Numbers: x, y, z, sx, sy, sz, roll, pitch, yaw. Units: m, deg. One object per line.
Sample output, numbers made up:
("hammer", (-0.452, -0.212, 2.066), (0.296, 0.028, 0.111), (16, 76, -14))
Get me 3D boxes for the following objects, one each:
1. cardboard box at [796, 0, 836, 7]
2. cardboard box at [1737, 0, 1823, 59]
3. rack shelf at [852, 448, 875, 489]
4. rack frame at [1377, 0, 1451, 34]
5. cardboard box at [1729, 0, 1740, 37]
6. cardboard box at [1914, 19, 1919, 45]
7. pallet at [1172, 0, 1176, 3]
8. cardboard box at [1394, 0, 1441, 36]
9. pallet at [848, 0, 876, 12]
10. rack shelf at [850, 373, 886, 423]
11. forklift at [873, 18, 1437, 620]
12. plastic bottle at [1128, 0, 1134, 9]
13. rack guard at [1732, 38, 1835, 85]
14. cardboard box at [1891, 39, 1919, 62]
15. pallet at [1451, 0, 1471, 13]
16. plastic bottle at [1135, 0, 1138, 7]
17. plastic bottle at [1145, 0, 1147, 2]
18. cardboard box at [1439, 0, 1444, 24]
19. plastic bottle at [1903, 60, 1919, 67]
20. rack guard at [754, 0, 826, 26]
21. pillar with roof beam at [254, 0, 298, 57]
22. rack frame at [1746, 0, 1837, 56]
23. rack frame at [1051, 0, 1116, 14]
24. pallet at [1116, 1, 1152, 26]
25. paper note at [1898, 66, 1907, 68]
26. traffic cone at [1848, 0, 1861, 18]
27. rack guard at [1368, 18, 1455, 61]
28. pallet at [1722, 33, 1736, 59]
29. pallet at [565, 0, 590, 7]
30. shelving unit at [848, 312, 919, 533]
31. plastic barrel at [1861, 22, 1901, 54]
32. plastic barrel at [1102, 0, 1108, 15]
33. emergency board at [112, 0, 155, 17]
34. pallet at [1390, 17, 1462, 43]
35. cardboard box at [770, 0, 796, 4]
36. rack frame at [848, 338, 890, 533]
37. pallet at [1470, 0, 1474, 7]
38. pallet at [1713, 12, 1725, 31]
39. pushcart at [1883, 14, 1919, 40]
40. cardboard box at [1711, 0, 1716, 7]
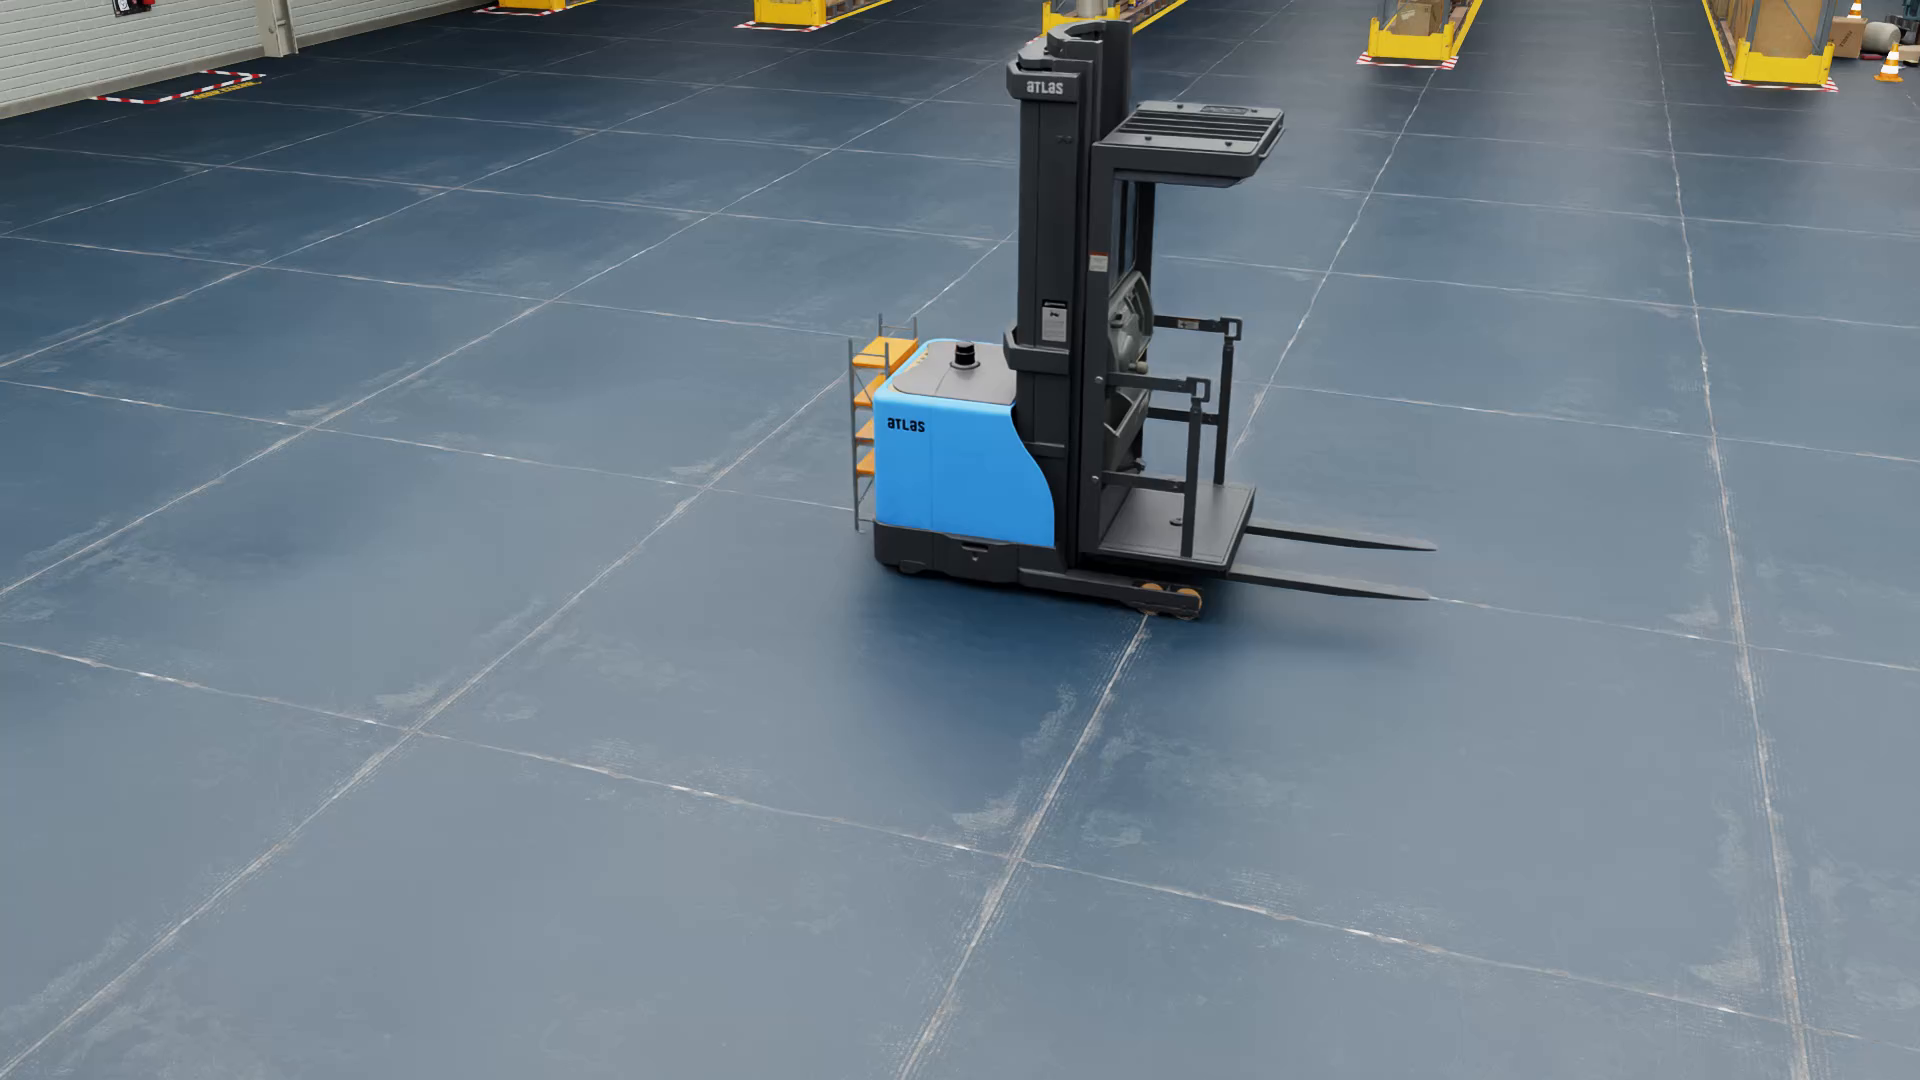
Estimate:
("cardboard box", (-2.386, -8.996, 27.561), (0.500, 0.250, 0.500), (9, 27, 17))
("cardboard box", (11.373, -7.178, 23.090), (0.875, 0.875, 0.875), (9, 27, 18))
("rack shelf", (-0.434, -0.437, 9.884), (0.258, 0.148, 0.480), (8, 27, 16))
("rack frame", (6.566, -8.418, 23.695), (1.000, 3.000, 0.127), (9, 27, 17))
("cardboard box", (11.969, -7.915, 24.611), (0.875, 0.875, 0.875), (9, 27, 18))
("cardboard box", (14.412, -7.393, 24.286), (0.797, 0.637, 0.503), (9, 27, 17))
("pallet", (3.451, -9.854, 29.859), (1.003, 0.211, 1.213), (9, 27, 17))
("cardboard box", (6.789, -7.736, 24.673), (0.500, 0.500, 0.500), (14, 29, 27))
("pallet", (-2.152, -9.421, 28.966), (1.003, 0.211, 1.213), (9, 27, 17))
("rack shelf", (-0.436, -0.817, 9.701), (0.258, 0.148, 0.480), (8, 27, 16))
("forklift", (1.090, -1.152, 8.766), (3.031, 2.935, 1.130), (8, 27, 16))
("plastic bottle", (2.792, -8.806, 27.122), (0.097, 0.271, 0.097), (0, 26, 0))
("rack guard", (11.202, -6.522, 22.648), (1.175, 0.500, 0.348), (9, 27, 17))
("cardboard box", (13.705, -7.097, 24.103), (0.396, 0.266, 0.258), (14, 29, 26))
("pallet", (8.155, -9.127, 28.358), (1.003, 0.211, 1.213), (9, 27, 17))
("plastic bottle", (2.885, -8.902, 27.306), (0.061, 0.283, 0.133), (9, 27, 18))
("plastic bottle", (3.055, -9.168, 27.864), (0.152, 0.276, 0.135), (9, 27, 18))
("cardboard box", (7.182, -8.241, 25.716), (0.500, 0.500, 0.500), (11, 28, 22))
("plastic bottle", (13.575, -6.819, 23.763), (0.133, 0.061, 0.283), (0, 26, -1))
("rack guard", (-2.783, -8.721, 27.189), (1.175, 0.500, 0.348), (9, 27, 17))
("pillar with roof beam", (-5.967, -10.596, 21.309), (9.100, 9.000, 0.400), (9, 27, 17))
("rack frame", (11.210, -7.657, 22.123), (1.000, 3.000, 0.127), (9, 27, 17))
("rack frame", (1.895, -9.136, 25.178), (1.000, 3.000, 0.127), (9, 27, 17))
("pallet", (2.559, -8.752, 27.584), (1.003, 0.211, 1.213), (9, 27, 17))
("paper note", (13.318, -6.701, 23.558), (0.144, 0.017, 0.142), (20, 32, 35))
("traffic cone", (14.411, -8.491, 26.757), (0.336, 0.463, 0.334), (9, 27, 17))
("rack guard", (6.591, -7.324, 24.304), (1.175, 0.500, 0.348), (9, 27, 17))
("pallet", (11.809, -7.242, 24.465), (1.003, 0.211, 1.213), (9, 27, 17))
("pallet", (-7.118, -9.678, 29.496), (1.003, 0.211, 1.213), (9, 27, 17))
("shelving unit", (-0.435, -0.677, 9.768), (0.258, 1.200, 0.503), (8, 27, 16))
("plastic barrel", (13.610, -7.453, 24.657), (0.421, 0.421, 0.512), (-14, 29, -27))
("plastic barrel", (2.209, -8.693, 26.636), (0.421, 0.512, 0.421), (0, 26, 0))
("emergency board", (-10.885, -7.511, 21.820), (0.194, 1.169, 0.643), (9, 27, 17))
("pallet", (7.302, -8.023, 26.078), (1.003, 0.211, 1.213), (9, 27, 17))
("cardboard box", (-2.875, -9.071, 27.716), (0.500, 0.250, 0.500), (9, 27, 17))
("rack frame", (-0.509, -0.575, 9.559), (0.240, 1.200, 0.015), (8, 27, 16))
("pallet", (8.559, -9.630, 29.397), (1.003, 0.211, 1.213), (9, 27, 17))
("pallet", (12.726, -8.374, 26.803), (1.003, 0.211, 1.213), (9, 27, 17))
("pushcart", (15.075, -7.755, 25.333), (1.648, 0.377, 0.936), (0, 26, -1))
("cardboard box", (12.987, -9.142, 27.288), (1.050, 0.750, 0.750), (9, 27, 17))
